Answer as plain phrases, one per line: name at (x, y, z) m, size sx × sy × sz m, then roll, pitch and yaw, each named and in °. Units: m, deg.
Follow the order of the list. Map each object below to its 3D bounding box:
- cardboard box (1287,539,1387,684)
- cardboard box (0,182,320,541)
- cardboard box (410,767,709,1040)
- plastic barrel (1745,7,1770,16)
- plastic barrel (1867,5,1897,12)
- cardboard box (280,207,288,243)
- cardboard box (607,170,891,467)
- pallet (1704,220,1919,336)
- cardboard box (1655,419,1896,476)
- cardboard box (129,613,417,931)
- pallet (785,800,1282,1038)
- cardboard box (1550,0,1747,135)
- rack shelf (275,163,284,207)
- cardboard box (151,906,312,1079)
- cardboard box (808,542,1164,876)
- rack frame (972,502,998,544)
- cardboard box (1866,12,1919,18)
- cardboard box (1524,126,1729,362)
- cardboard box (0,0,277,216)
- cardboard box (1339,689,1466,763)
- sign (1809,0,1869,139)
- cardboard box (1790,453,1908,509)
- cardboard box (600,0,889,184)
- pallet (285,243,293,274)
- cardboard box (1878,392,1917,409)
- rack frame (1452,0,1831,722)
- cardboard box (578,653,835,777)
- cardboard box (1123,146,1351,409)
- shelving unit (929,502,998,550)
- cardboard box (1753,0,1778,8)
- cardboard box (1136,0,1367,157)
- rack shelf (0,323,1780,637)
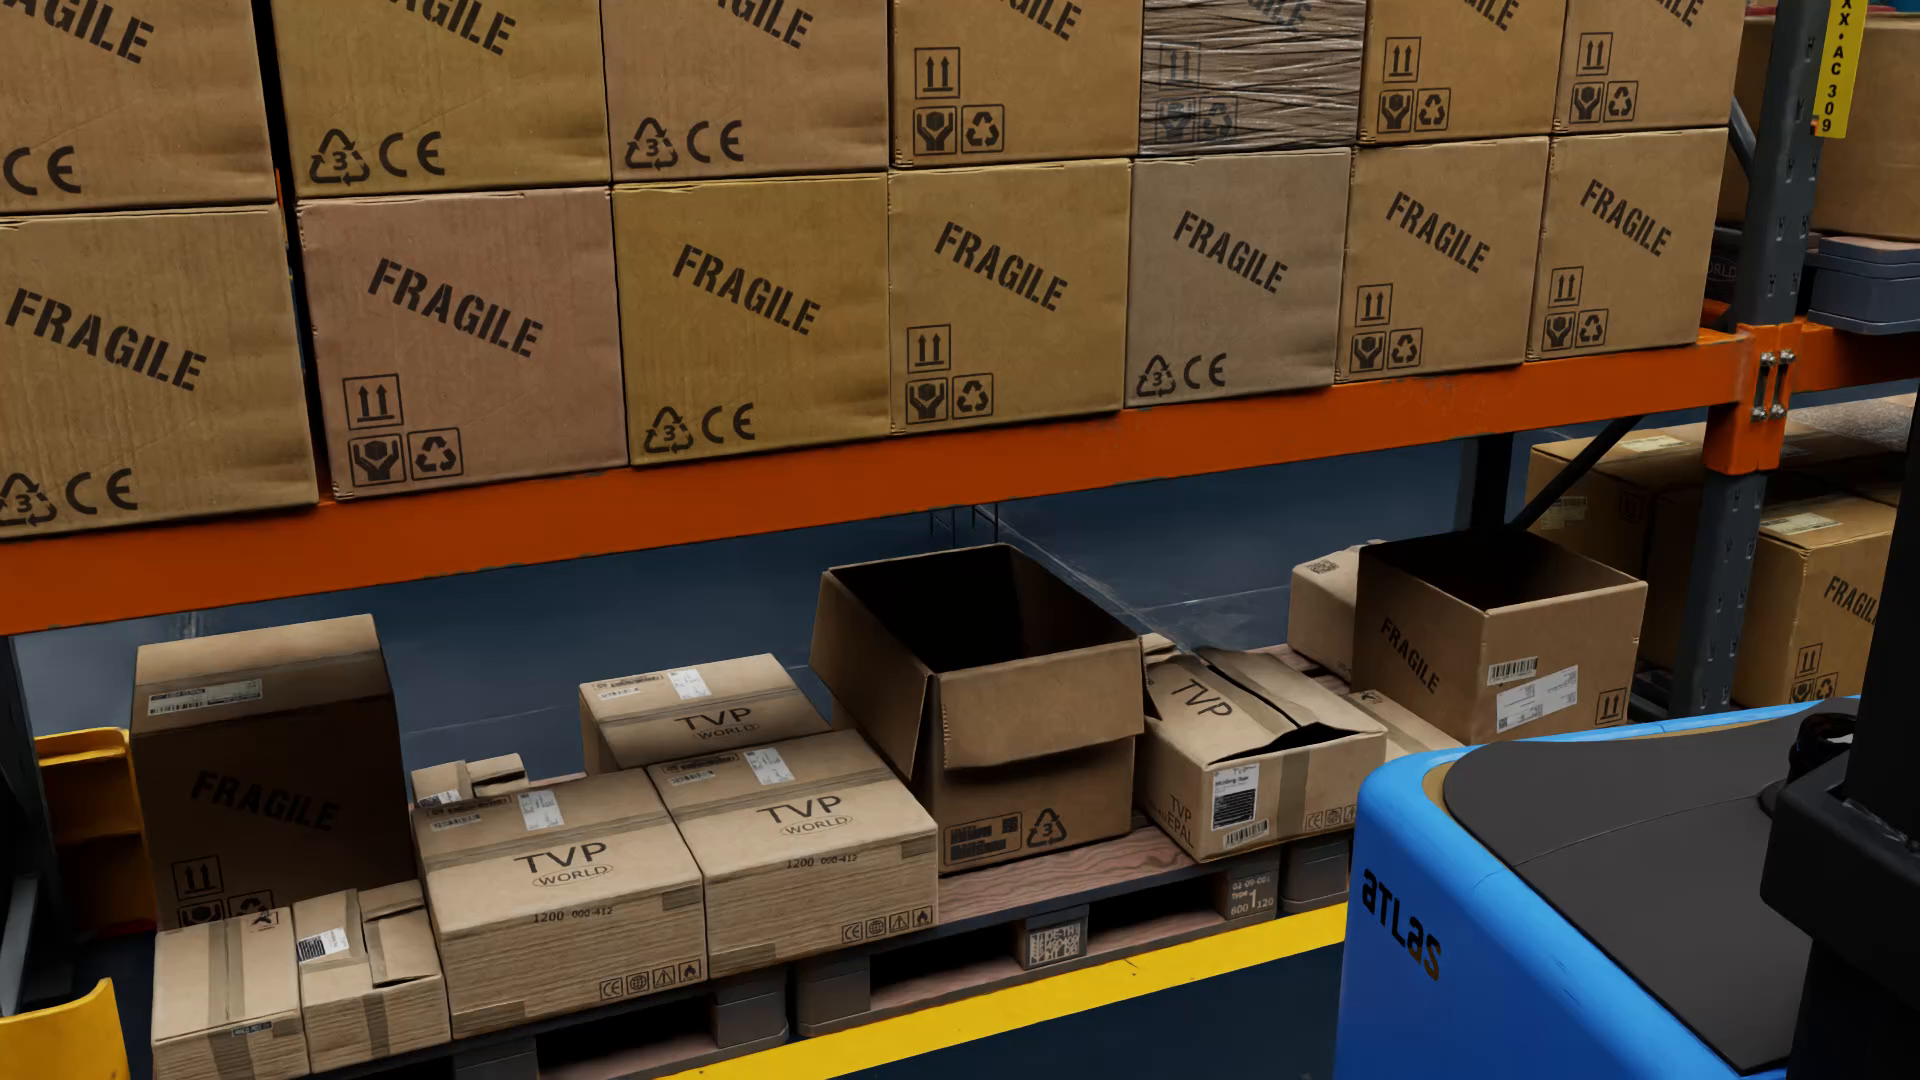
cardboard box at (1.300, 0.212, 4.791) m, size 0.500 × 0.311 × 0.500 m, roll -8°, pitch 21°, yaw -22°
cardboard box at (-1.390, -0.337, 2.813) m, size 0.500 × 0.500 × 0.500 m, roll -8°, pitch 21°, yaw -21°
cardboard box at (-0.831, 0.726, 3.420) m, size 0.500 × 0.250 × 0.500 m, roll -8°, pitch 21°, yaw -22°
plastic barrel at (5.122, -3.253, 11.041) m, size 0.433 × 0.535 × 0.433 m, roll 0°, pitch 19°, yaw 0°
plastic barrel at (6.193, -3.407, 11.477) m, size 0.433 × 0.535 × 0.433 m, roll 0°, pitch 19°, yaw 0°
cardboard box at (-5.266, -2.638, 12.065) m, size 0.875 × 0.875 × 0.875 m, roll -8°, pitch 21°, yaw -22°
cardboard box at (-0.456, -0.472, 3.195) m, size 0.500 × 0.500 × 0.500 m, roll -8°, pitch 21°, yaw -22°
pallet at (2.548, -0.820, 4.622) m, size 1.213 × 0.211 × 1.003 m, roll -8°, pitch 21°, yaw -22°
cardboard box at (2.568, -0.082, 5.339) m, size 0.500 × 0.500 × 0.500 m, roll -8°, pitch 21°, yaw -22°
cardboard box at (-1.500, 0.513, 3.651) m, size 0.500 × 0.500 × 0.500 m, roll -8°, pitch 21°, yaw -22°
pallet at (0.018, 0.729, 4.134) m, size 1.213 × 0.211 × 1.003 m, roll -8°, pitch 21°, yaw -22°
cardboard box at (1.409, -1.212, 3.791) m, size 0.500 × 0.500 × 0.500 m, roll -8°, pitch 21°, yaw -22°
rack shelf at (-2.024, -1.747, 8.050) m, size 4.000 × 0.370 × 1.077 m, roll -8°, pitch 21°, yaw -22°
cardboard box at (-1.381, 0.875, 3.151) m, size 0.250 × 0.149 × 0.380 m, roll -8°, pitch 21°, yaw -22°
cardboard box at (0.048, 0.380, 4.022) m, size 0.637 × 0.503 × 0.797 m, roll -8°, pitch 21°, yaw -22°
rack frame at (0.097, -0.580, 6.362) m, size 0.006 × 1.200 × 0.240 m, roll -8°, pitch 21°, yaw -22°
cardboard box at (2.901, -1.188, 4.595) m, size 0.500 × 0.500 × 0.700 m, roll -5°, pitch 20°, yaw -13°
cardboard box at (1.414, -0.742, 3.961) m, size 0.500 × 0.500 × 0.500 m, roll -8°, pitch 21°, yaw -21°
cardboard box at (-1.390, -0.809, 2.647) m, size 0.500 × 0.500 × 0.500 m, roll -7°, pitch 21°, yaw -20°
cardboard box at (1.040, 0.528, 4.136) m, size 0.250 × 0.149 × 0.380 m, roll -8°, pitch 21°, yaw -22°
sign at (1.993, -1.082, 3.776) m, size 0.005 × 0.325 × 0.100 m, roll -8°, pitch 21°, yaw -22°
cardboard box at (2.797, 0.070, 4.907) m, size 0.500 × 0.500 × 0.500 m, roll -8°, pitch 21°, yaw -21°
cardboard box at (-0.451, -0.944, 3.031) m, size 0.500 × 0.500 × 0.500 m, roll -8°, pitch 21°, yaw -21°
pallet at (-5.119, -2.147, 12.303) m, size 1.213 × 0.211 × 1.003 m, roll -8°, pitch 21°, yaw -22°
cardboard box at (3.495, -0.215, 5.718) m, size 0.500 × 0.500 × 0.500 m, roll -9°, pitch 21°, yaw -24°
rack frame at (1.771, -0.838, 4.387) m, size 0.127 × 3.000 × 1.000 m, roll -8°, pitch 21°, yaw -22°
cardboard box at (-0.616, 0.515, 4.021) m, size 0.500 × 0.250 × 0.500 m, roll -8°, pitch 21°, yaw -22°
cardboard box at (0.470, -0.605, 3.573) m, size 0.500 × 0.500 × 0.500 m, roll -8°, pitch 21°, yaw -21°
shelving unit at (0.013, -0.568, 6.328) m, size 0.189 × 1.200 × 0.258 m, roll -8°, pitch 21°, yaw -22°
cardboard box at (7.942, -5.460, 16.913) m, size 0.500 × 0.500 × 0.875 m, roll -8°, pitch 21°, yaw -22°
cardboard box at (0.477, -1.077, 3.409) m, size 0.500 × 0.500 × 0.500 m, roll -8°, pitch 21°, yaw -21°
rack shelf at (-0.065, -0.236, 3.759) m, size 4.000 × 0.370 × 1.077 m, roll -8°, pitch 21°, yaw -22°
